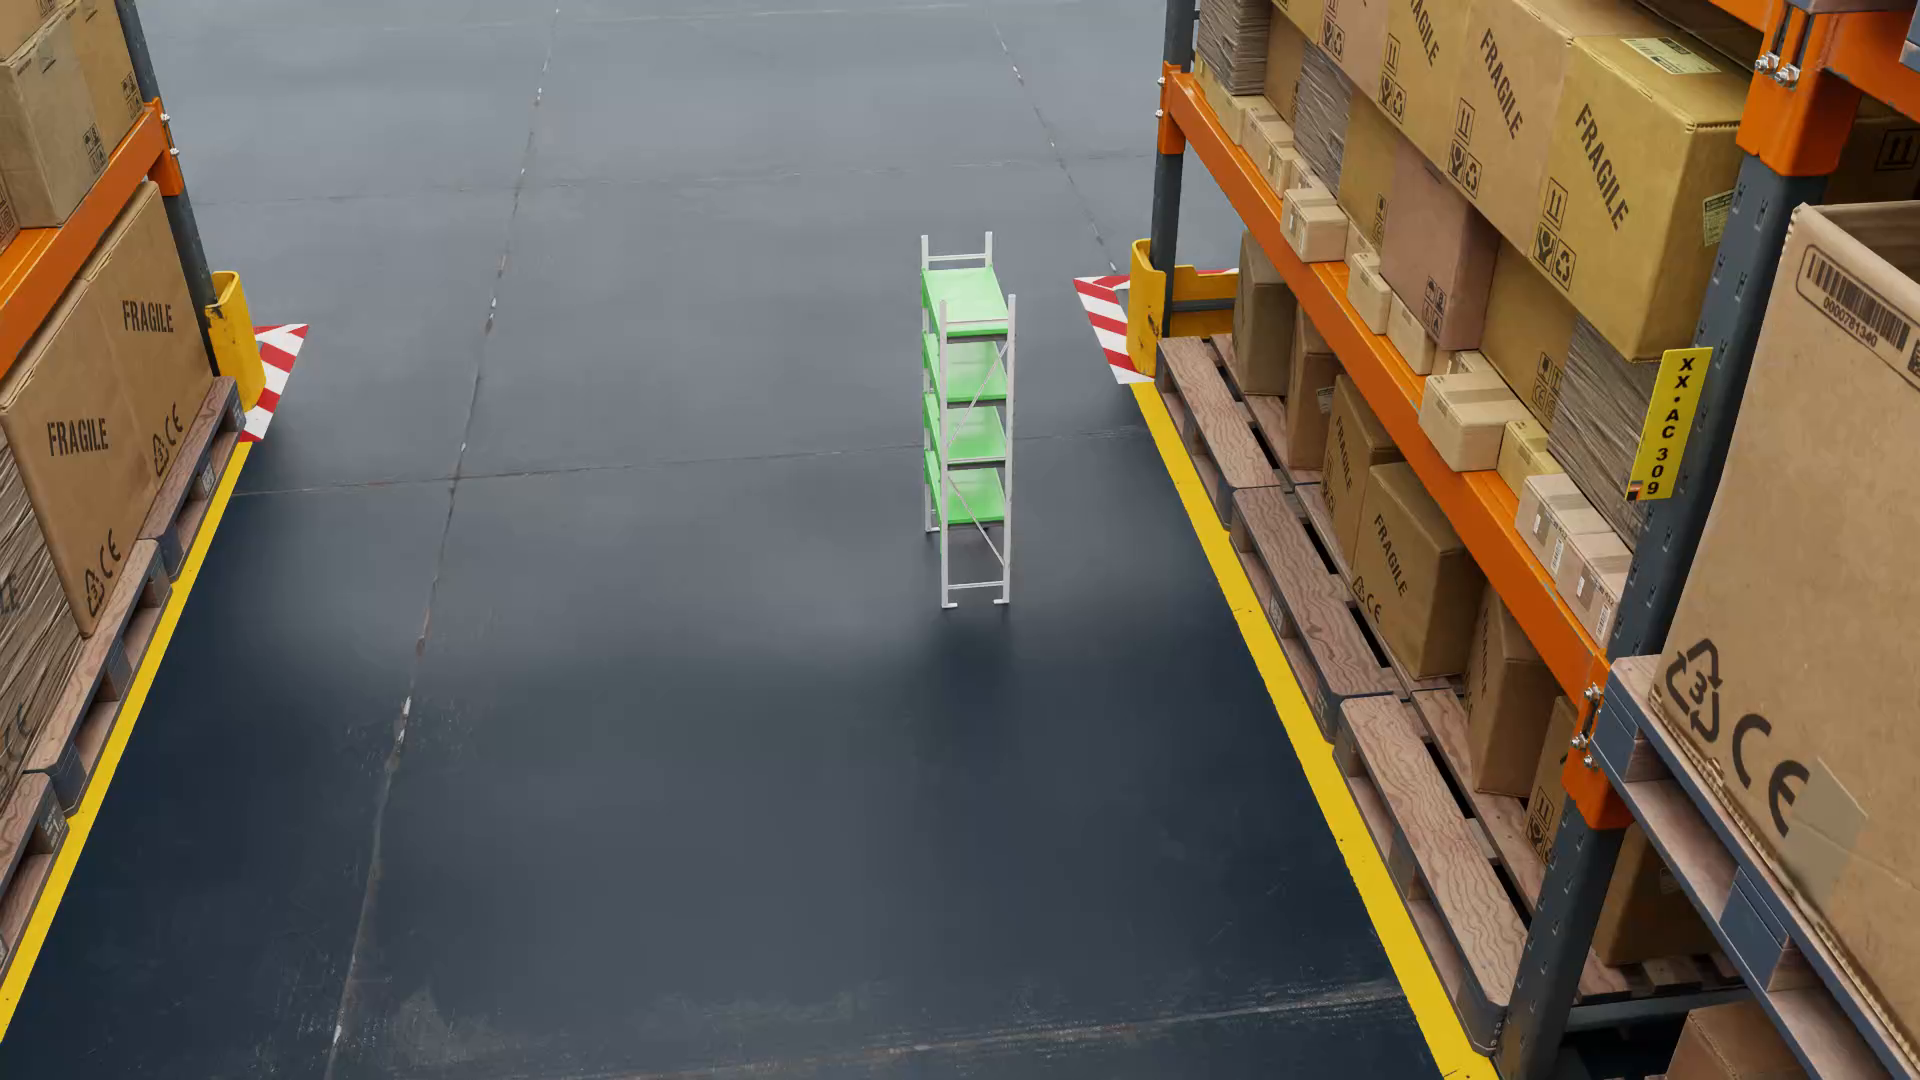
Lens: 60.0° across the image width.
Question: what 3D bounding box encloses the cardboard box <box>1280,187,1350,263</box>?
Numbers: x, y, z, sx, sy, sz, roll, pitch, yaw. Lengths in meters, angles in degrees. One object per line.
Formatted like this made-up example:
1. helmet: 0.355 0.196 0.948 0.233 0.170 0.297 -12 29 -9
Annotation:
1. cardboard box: 1.243 -1.009 5.290 0.380 0.149 0.250 -4 35 -6

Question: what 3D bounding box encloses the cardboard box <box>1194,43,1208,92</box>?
1. cardboard box: 1.137 -1.853 6.529 0.380 0.149 0.250 -4 35 -6

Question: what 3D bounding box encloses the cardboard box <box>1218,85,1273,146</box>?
1. cardboard box: 1.171 -1.572 6.116 0.380 0.149 0.250 -4 35 -6

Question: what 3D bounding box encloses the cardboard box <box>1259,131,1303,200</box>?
1. cardboard box: 1.251 -1.294 5.708 0.380 0.149 0.250 -4 35 -6

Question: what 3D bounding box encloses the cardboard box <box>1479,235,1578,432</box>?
1. cardboard box: 1.842 -0.604 4.120 0.875 0.500 0.500 -4 35 -6

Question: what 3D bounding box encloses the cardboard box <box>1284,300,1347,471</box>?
1. cardboard box: 1.517 -0.594 6.305 0.500 0.500 0.500 4 35 6

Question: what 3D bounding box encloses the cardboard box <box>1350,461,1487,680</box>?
1. cardboard box: 1.613 0.071 5.328 0.500 0.500 0.500 -7 35 -11

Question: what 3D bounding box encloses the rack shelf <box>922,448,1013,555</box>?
1. rack shelf: 0.022 -0.152 5.948 0.258 0.148 0.480 -4 35 -6

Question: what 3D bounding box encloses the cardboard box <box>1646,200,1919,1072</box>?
1. cardboard box: 1.841 0.130 2.490 1.000 1.000 1.000 -4 34 -6

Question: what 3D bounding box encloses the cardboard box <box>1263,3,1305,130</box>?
1. cardboard box: 1.568 -1.720 5.757 0.875 0.500 0.500 -4 35 -6

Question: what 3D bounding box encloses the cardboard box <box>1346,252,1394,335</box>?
1. cardboard box: 1.366 -0.734 4.887 0.380 0.149 0.250 -4 35 -6

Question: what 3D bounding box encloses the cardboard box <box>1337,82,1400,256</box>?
1. cardboard box: 1.648 -1.158 4.932 0.875 0.500 0.500 -4 35 -6

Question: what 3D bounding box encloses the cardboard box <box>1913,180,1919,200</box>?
1. cardboard box: 2.065 -0.750 3.446 0.500 0.500 0.500 -4 35 -6

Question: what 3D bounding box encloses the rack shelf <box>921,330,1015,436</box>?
1. rack shelf: 0.022 -0.549 5.677 0.258 0.148 0.480 -4 35 -6

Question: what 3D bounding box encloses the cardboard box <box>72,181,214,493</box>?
1. cardboard box: -3.437 -0.737 6.182 0.875 0.875 0.875 -4 34 -6

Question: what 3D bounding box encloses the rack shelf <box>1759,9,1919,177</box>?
1. rack shelf: 2.142 0.272 1.163 1.077 0.370 4.000 -4 35 -6

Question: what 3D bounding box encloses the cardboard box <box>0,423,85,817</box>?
1. cardboard box: -3.196 0.262 4.715 0.875 0.875 0.875 -4 34 -6

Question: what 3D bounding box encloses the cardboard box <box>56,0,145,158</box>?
1. cardboard box: -3.498 -1.673 5.909 0.875 0.550 0.550 -4 35 -6

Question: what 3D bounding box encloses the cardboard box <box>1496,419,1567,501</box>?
1. cardboard box: 1.555 -0.180 4.074 0.380 0.149 0.250 -4 35 -6

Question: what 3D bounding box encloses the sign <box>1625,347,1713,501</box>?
1. sign: 1.337 -0.215 3.133 0.100 0.325 0.005 -4 35 -6

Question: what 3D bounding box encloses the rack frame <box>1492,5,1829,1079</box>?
1. rack frame: 1.873 0.098 3.443 1.000 3.000 0.127 -4 35 -6

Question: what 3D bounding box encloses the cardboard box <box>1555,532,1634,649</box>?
1. cardboard box: 1.553 0.104 3.657 0.380 0.149 0.250 -4 35 -6

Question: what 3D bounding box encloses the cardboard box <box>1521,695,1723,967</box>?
1. cardboard box: 1.859 0.731 4.361 0.500 0.500 0.500 -5 35 -8

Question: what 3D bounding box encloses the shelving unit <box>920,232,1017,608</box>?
1. shelving unit: 0.022 -0.403 5.777 0.258 1.200 0.503 -4 35 -6

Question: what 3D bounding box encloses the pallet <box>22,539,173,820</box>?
1. pallet: -3.247 0.457 5.392 1.003 0.211 1.213 -4 35 -6

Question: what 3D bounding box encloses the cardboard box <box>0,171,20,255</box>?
1. cardboard box: -3.452 -1.046 4.988 0.875 0.550 0.550 -4 35 -6

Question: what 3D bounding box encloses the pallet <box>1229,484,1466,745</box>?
1. pallet: 1.580 0.196 5.775 1.003 0.211 1.213 -4 35 -6

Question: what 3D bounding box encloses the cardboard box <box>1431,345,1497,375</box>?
1. cardboard box: 1.508 -0.461 4.486 0.380 0.149 0.250 -4 35 -6

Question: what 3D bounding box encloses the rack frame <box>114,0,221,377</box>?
1. rack frame: -3.593 -1.815 6.250 1.000 3.000 0.127 -4 35 -6

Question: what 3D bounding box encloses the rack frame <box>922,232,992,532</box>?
1. rack frame: -0.011 -0.540 5.976 0.240 1.200 0.015 -4 35 -6

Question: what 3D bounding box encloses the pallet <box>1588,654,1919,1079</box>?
1. pallet: 1.832 0.615 2.855 1.003 0.211 1.213 -4 35 -6

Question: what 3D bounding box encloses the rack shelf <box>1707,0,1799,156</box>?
1. rack shelf: 1.604 -1.961 4.439 1.077 0.370 4.000 -4 35 -6

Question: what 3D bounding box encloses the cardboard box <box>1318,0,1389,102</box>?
1. cardboard box: 1.341 -1.547 4.616 0.500 0.500 0.500 -4 35 -6

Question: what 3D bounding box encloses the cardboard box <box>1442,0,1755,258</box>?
1. cardboard box: 1.471 -0.989 3.797 0.500 0.500 0.500 -4 35 -6

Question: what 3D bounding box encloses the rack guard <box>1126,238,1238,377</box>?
1. rack guard: 1.345 -1.059 7.360 1.175 0.500 0.348 -4 35 -6
